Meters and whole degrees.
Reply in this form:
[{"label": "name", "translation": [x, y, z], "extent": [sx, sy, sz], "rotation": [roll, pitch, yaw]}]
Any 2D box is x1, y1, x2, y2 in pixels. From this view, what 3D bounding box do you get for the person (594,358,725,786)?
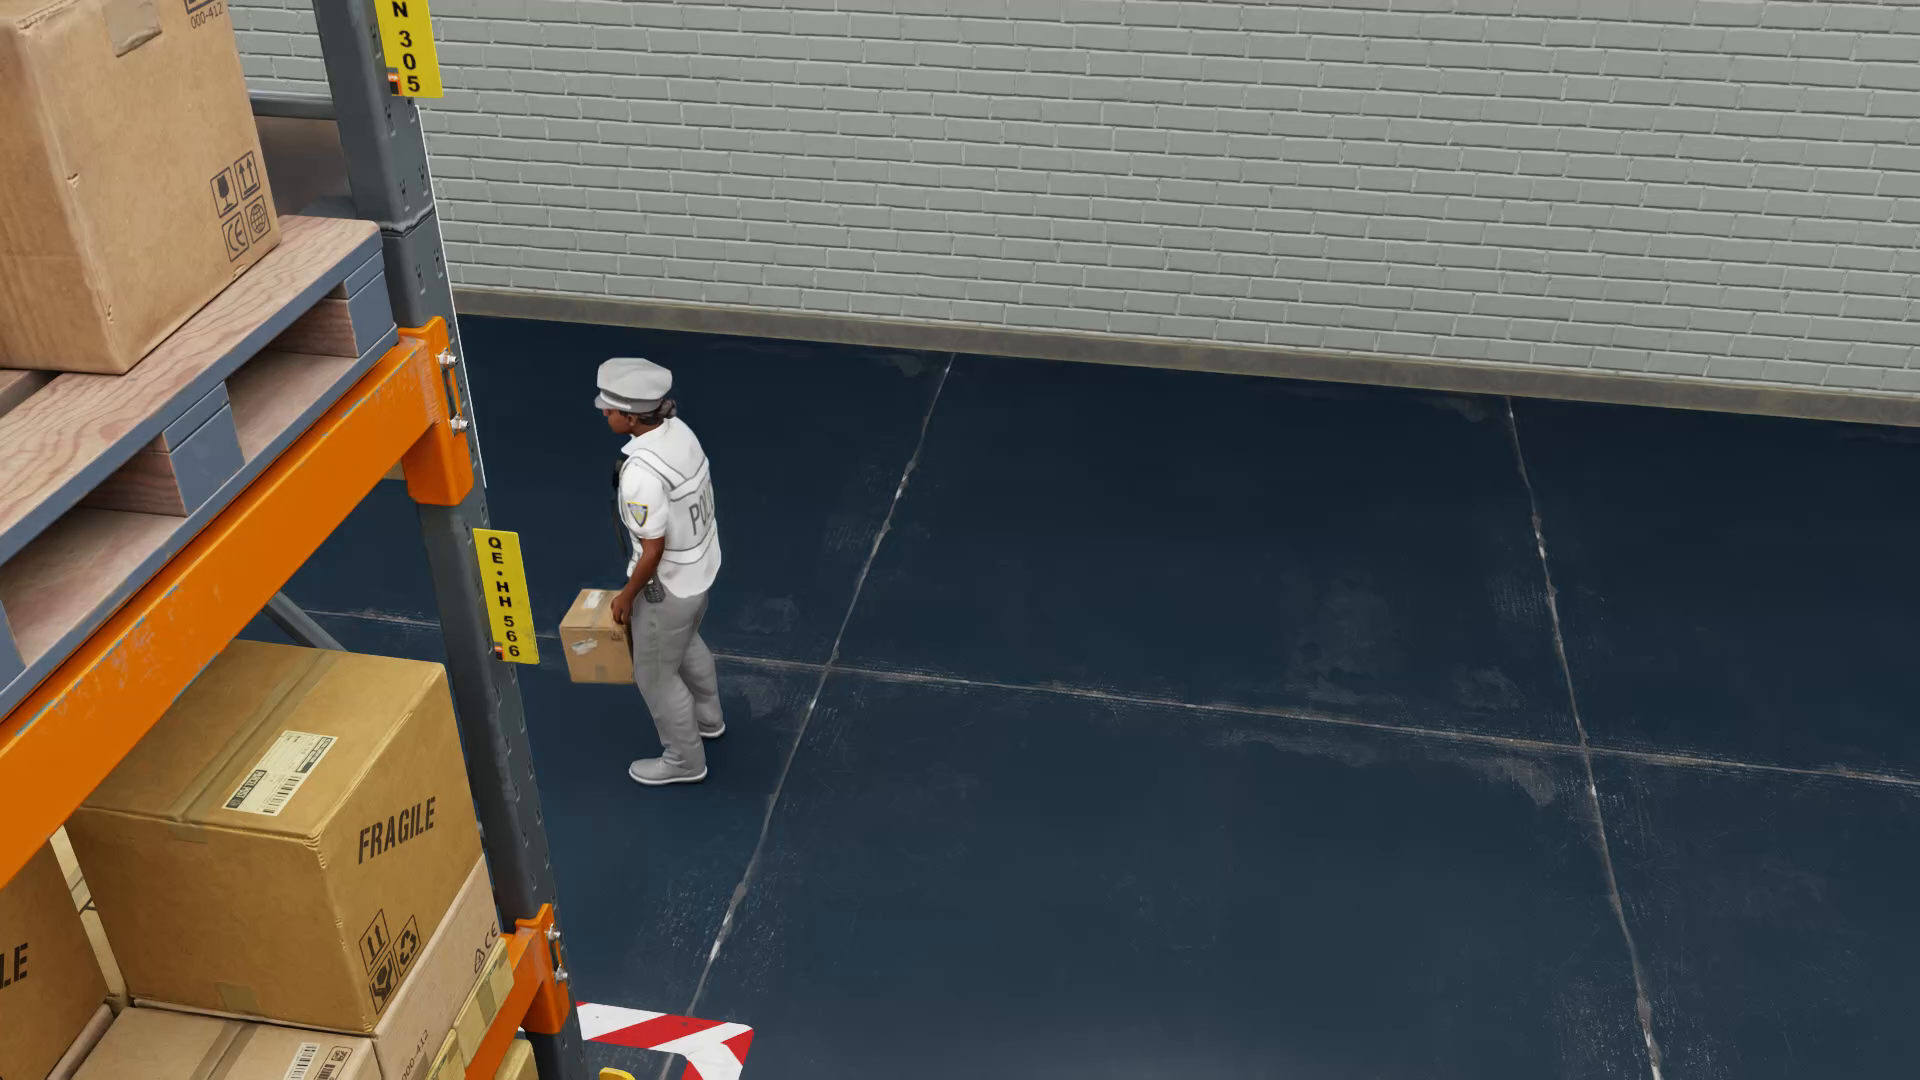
[{"label": "person", "translation": [-1.045, 0.125, 5.930], "extent": [0.372, 1.672, 0.492], "rotation": [4, 33, 7]}]
